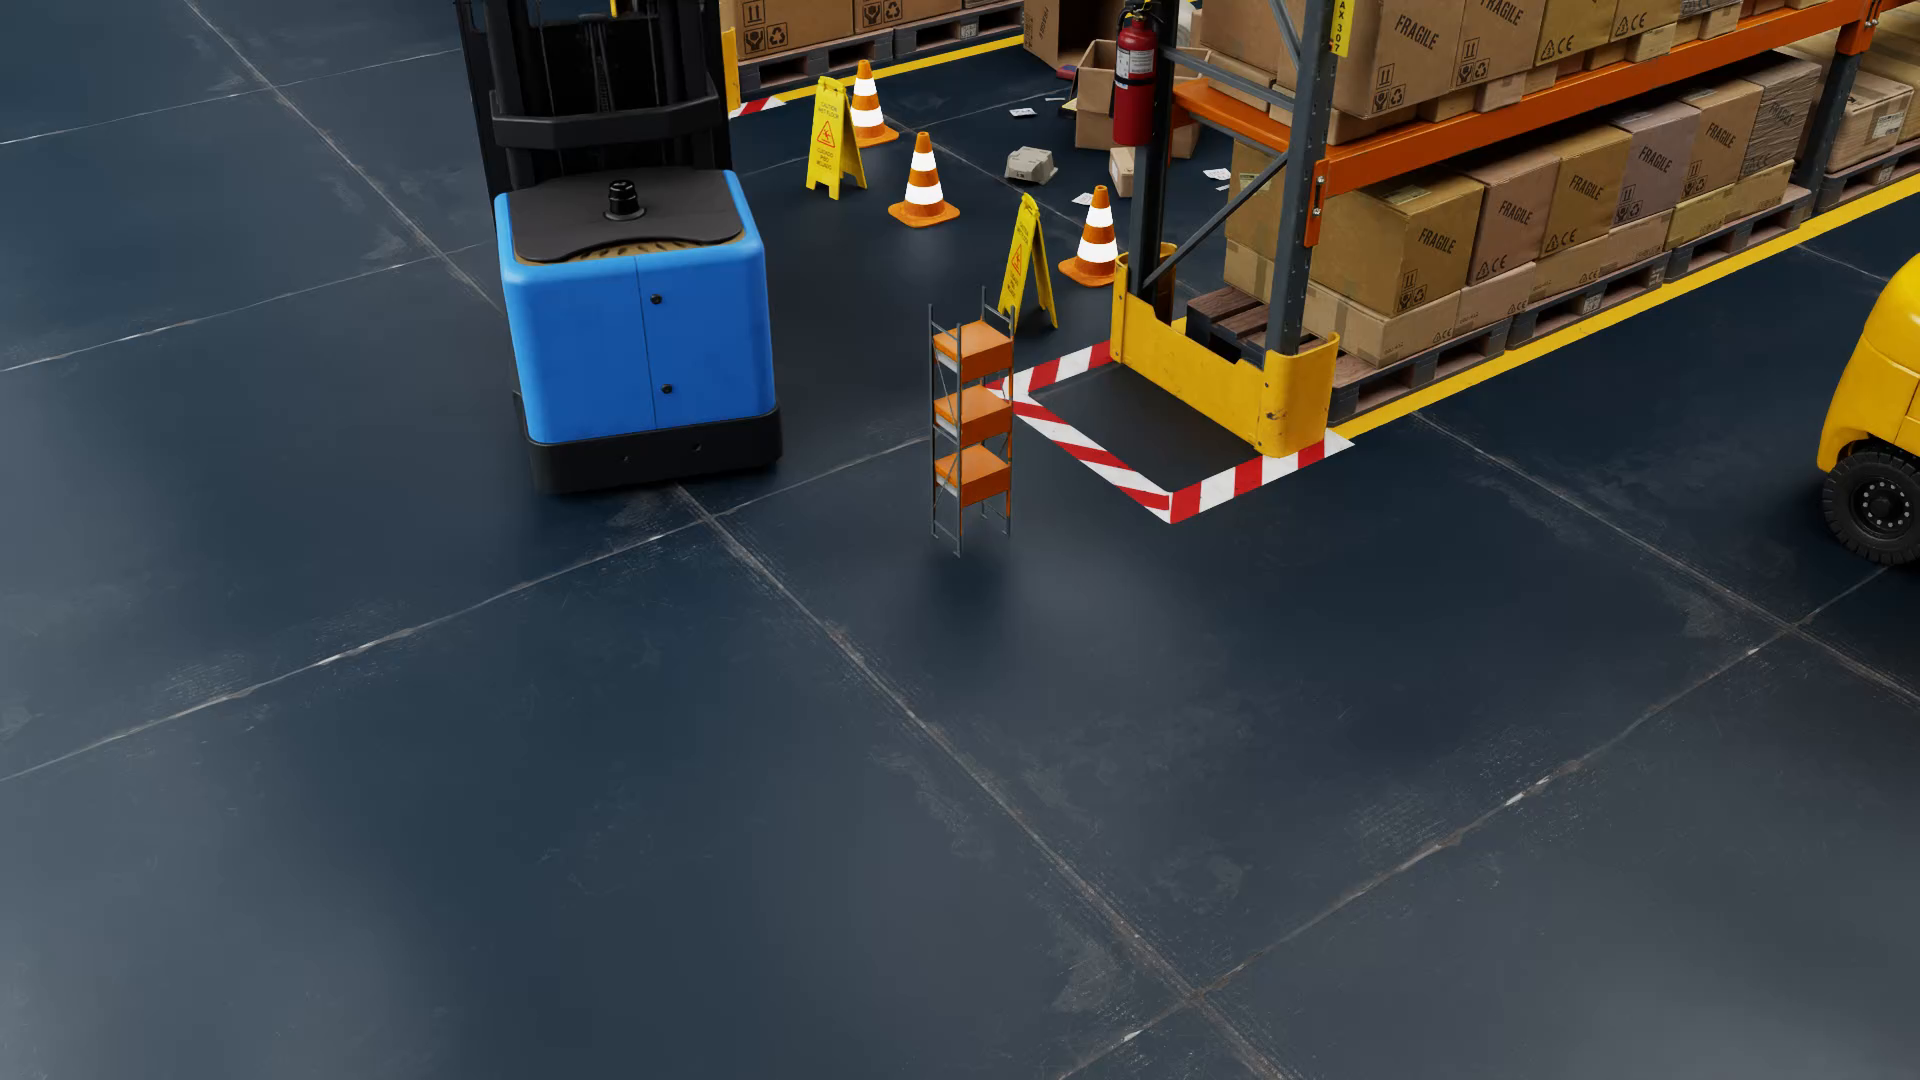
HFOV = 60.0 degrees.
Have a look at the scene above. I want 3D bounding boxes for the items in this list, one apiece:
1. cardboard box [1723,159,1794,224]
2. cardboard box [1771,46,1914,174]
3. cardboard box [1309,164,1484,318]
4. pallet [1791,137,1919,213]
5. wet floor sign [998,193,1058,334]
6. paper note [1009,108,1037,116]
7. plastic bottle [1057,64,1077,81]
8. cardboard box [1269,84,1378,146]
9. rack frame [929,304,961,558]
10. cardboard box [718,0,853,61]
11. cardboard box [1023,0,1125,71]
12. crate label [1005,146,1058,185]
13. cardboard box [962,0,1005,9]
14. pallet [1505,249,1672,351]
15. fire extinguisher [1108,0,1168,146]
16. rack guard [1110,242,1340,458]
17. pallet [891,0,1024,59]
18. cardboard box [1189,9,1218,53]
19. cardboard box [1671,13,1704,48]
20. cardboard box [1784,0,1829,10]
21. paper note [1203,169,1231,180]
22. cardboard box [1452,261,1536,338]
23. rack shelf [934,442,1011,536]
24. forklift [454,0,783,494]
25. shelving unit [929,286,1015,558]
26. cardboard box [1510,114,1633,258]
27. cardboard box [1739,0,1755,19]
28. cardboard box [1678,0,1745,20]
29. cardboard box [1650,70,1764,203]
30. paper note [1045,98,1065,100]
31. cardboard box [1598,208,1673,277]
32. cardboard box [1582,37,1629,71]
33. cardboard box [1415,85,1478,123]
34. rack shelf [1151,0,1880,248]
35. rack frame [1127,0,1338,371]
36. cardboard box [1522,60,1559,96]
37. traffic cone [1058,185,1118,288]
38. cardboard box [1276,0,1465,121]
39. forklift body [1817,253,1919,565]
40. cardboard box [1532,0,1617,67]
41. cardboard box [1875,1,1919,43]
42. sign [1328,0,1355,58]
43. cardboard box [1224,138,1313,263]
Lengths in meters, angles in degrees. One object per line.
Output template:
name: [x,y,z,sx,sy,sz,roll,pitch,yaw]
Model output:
cardboard box: [4.049,-1.943,8.878,0.500,0.250,0.500,-20,40,-26]
cardboard box: [4.805,-2.497,9.544,0.625,0.372,0.950,-22,41,-27]
cardboard box: [1.946,-1.377,7.448,0.500,0.500,0.500,-24,42,-29]
pallet: [5.013,-2.347,9.832,1.213,0.211,1.003,-22,41,-28]
wet floor sign: [0.336,-1.362,8.091,0.232,0.644,0.267,-9,37,-12]
paper note: [0.399,-2.696,10.474,0.142,0.017,0.144,-9,37,-12]
plastic bottle: [0.791,-3.067,10.962,0.283,0.061,0.133,22,41,28]
cardboard box: [1.505,-1.784,6.877,0.250,0.149,0.380,-22,41,-28]
rack frame: [-0.056,-0.403,6.411,0.008,1.050,0.200,-22,41,-28]
cardboard box: [-1.310,-3.767,10.878,0.875,0.875,0.875,-22,41,-28]
cardboard box: [0.766,-3.519,11.212,0.500,0.500,0.500,-15,38,-20]
crate label: [0.406,-2.178,9.661,0.250,0.136,0.298,15,38,20]
cardboard box: [0.154,-4.369,11.716,0.875,0.875,0.875,-22,41,-28]
pallet: [2.851,-1.428,8.555,1.213,0.211,1.003,-22,41,-28]
fire extinguisher: [0.749,-2.021,7.057,0.183,0.674,0.296,-22,41,-28]
rack guard: [1.170,-0.881,7.547,0.348,0.500,1.175,-22,41,-28]
pallet: [-0.222,-3.781,11.827,1.213,0.211,1.003,-22,41,-28]
cardboard box: [1.845,-3.030,10.416,0.503,0.637,0.797,-22,41,-28]
cardboard box: [3.235,-2.445,7.796,0.250,0.149,0.380,-23,42,-29]
cardboard box: [4.090,-2.773,8.252,0.250,0.149,0.380,-21,41,-27]
paper note: [1.515,-2.143,9.713,0.142,0.019,0.148,-9,37,-12]
cardboard box: [2.348,-1.232,7.890,0.500,0.250,0.500,-21,41,-26]
rack shelf: [0.044,-0.210,6.637,0.240,0.259,0.215,-22,41,-28]
forklift: [-1.635,-2.239,7.353,1.130,2.935,3.031,-9,37,-12]
shelving unit: [0.044,-0.444,6.468,0.252,1.050,0.215,-22,41,-28]
cardboard box: [2.785,-1.720,7.925,0.500,0.500,0.500,-22,41,-27]
cardboard box: [3.621,-2.646,8.075,0.250,0.149,0.380,-23,42,-28]
cardboard box: [3.319,-2.756,7.673,0.500,0.500,0.500,-21,41,-27]
cardboard box: [3.634,-2.076,8.420,0.500,0.500,0.500,-22,41,-27]
paper note: [0.612,-2.832,10.678,0.123,0.001,0.032,-3,36,-4]
cardboard box: [3.201,-1.590,8.388,0.500,0.250,0.500,-22,41,-27]
cardboard box: [2.806,-2.285,7.573,0.250,0.149,0.380,-24,42,-29]
cardboard box: [1.966,-1.926,7.075,0.250,0.149,0.380,-24,42,-29]
rack shelf: [2.743,-2.251,7.927,4.000,0.370,1.077,-22,41,-28]
rack frame: [1.108,-1.871,6.782,0.127,3.000,1.000,-22,41,-28]
cardboard box: [2.393,-2.093,7.306,0.250,0.149,0.380,-21,41,-27]
traffic cone: [0.716,-1.601,8.580,0.334,0.463,0.336,-22,41,-28]
cardboard box: [1.655,-2.059,6.703,0.500,0.500,0.500,-23,42,-29]
forklift body: [4.469,-0.667,5.835,1.214,2.155,2.313,-22,41,-28]
cardboard box: [2.492,-2.407,7.187,0.500,0.500,0.500,-23,42,-29]
cardboard box: [5.958,-2.976,10.209,0.625,0.372,0.950,-21,41,-26]
sign: [1.420,-1.963,6.169,0.005,0.325,0.100,-22,41,-28]
cardboard box: [1.612,-1.623,7.791,0.500,0.500,0.500,-22,41,-28]
